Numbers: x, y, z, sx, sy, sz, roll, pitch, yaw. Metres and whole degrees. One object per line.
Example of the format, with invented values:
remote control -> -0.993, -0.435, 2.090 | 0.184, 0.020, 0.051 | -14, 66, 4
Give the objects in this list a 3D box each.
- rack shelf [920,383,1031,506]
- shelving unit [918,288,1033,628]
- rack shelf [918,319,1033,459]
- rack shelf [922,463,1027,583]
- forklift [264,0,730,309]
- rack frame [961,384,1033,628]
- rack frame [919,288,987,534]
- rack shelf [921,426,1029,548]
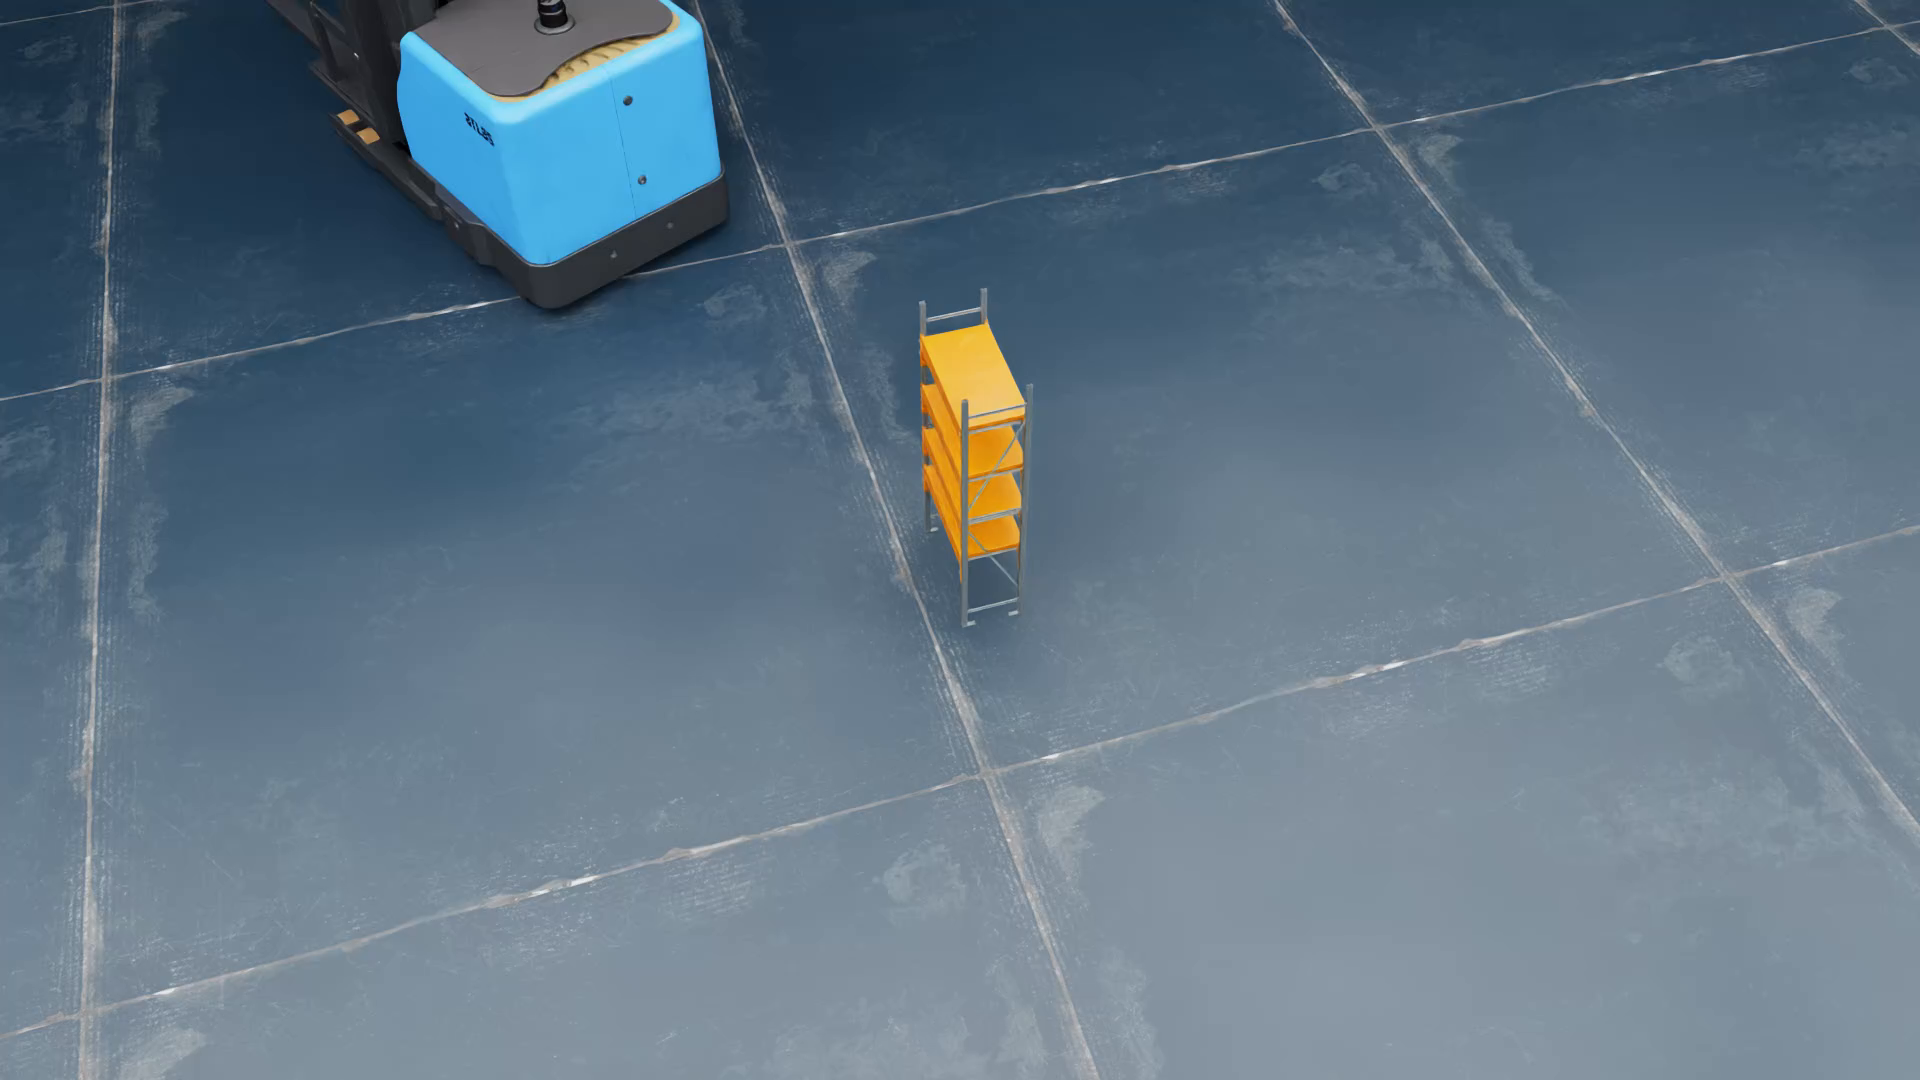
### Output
rack shelf -> 0.049, -0.367, 5.859 | 0.258, 0.148, 0.480 | -13, 51, -11
shelving unit -> 0.049, -0.266, 5.979 | 0.258, 1.200, 0.503 | -13, 51, -11
rack shelf -> 0.049, -0.519, 5.679 | 0.258, 0.148, 0.480 | -13, 51, -11
rack shelf -> 0.049, -0.094, 6.182 | 0.258, 0.148, 0.480 | -13, 51, -11
forklift -> -2.427, -3.009, 7.160 | 1.130, 2.935, 3.031 | -34, 58, -26
rack frame -> 0.121, -0.088, 5.829 | 0.240, 1.200, 0.015 | -13, 51, -11
rack frame -> -0.023, -0.444, 6.129 | 0.240, 1.200, 0.015 | -13, 51, -11
rack shelf -> 0.049, -0.222, 6.030 | 0.258, 0.148, 0.480 | -13, 51, -11
